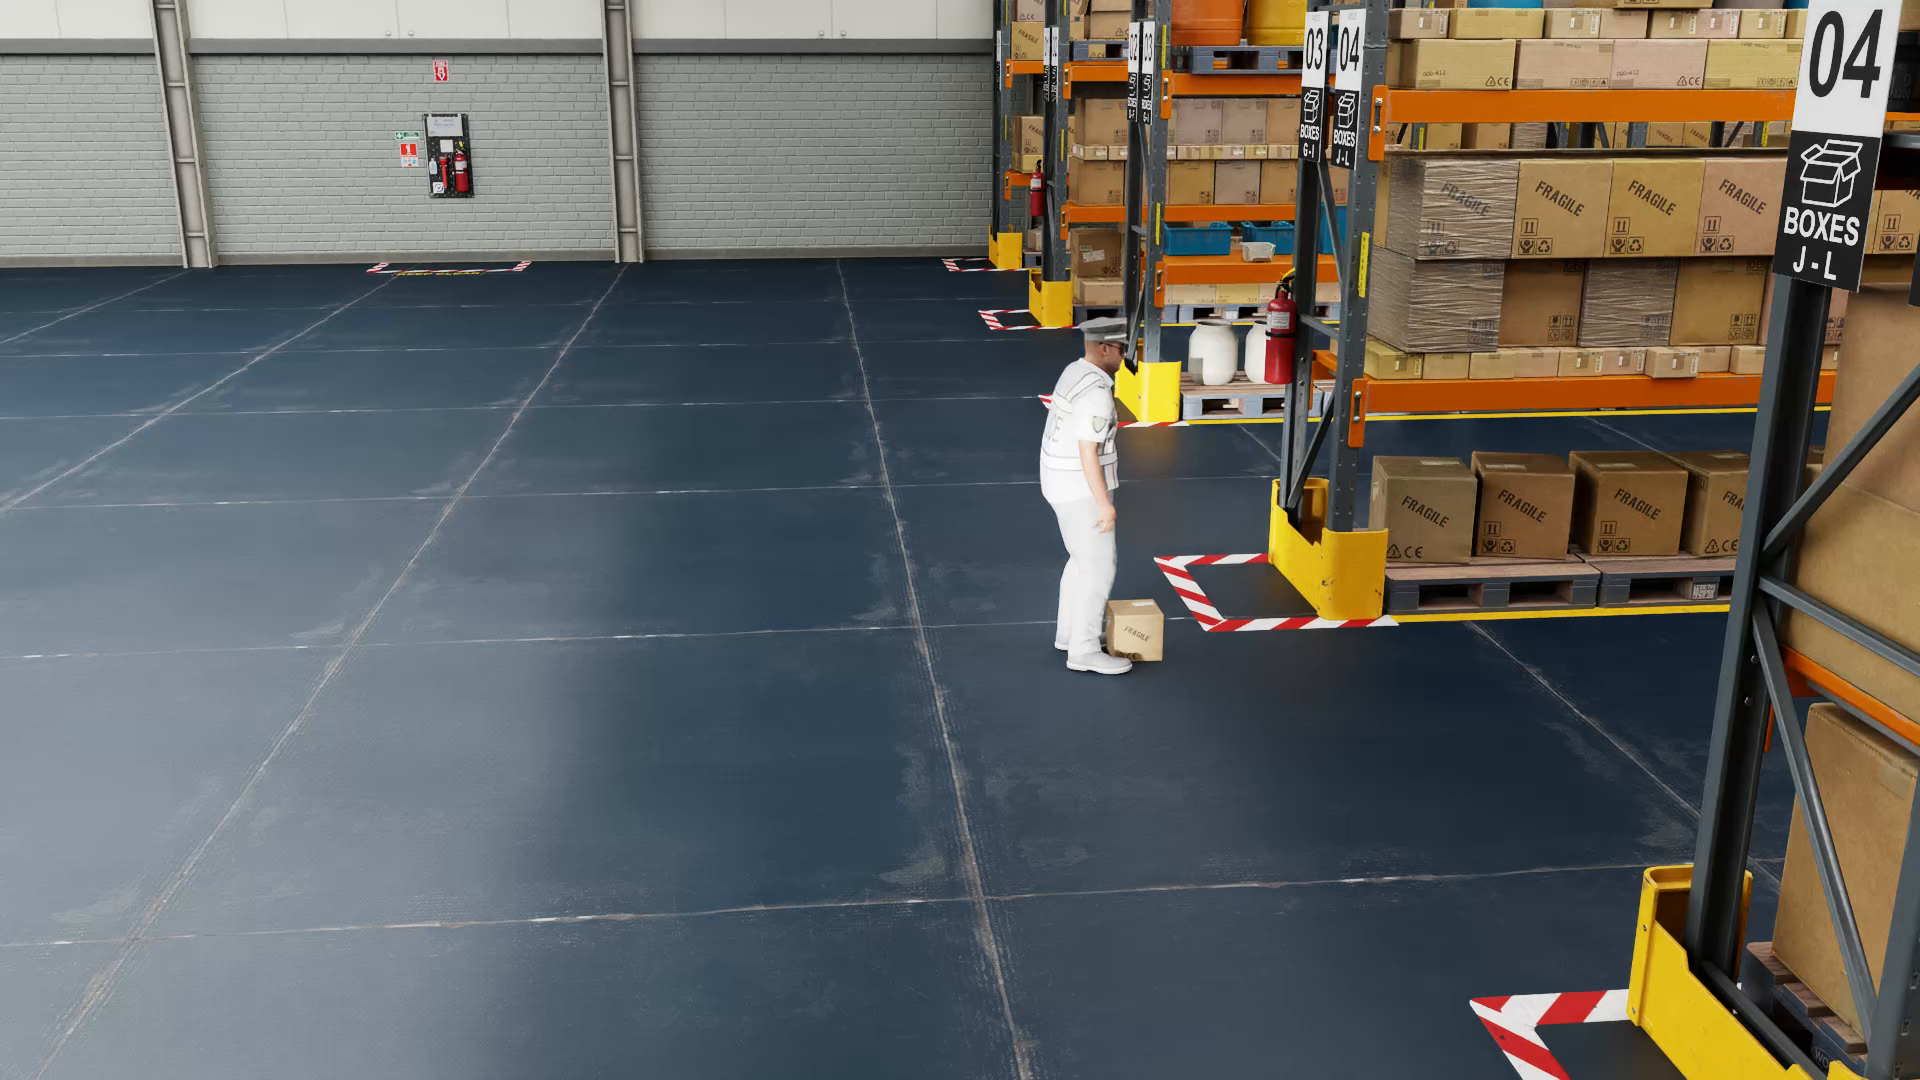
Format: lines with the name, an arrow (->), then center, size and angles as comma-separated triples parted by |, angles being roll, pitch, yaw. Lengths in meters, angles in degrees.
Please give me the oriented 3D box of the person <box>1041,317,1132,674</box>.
person -> 0.629, -0.241, 8.332 | 0.436, 1.748, 0.586 | -2, 17, -5
